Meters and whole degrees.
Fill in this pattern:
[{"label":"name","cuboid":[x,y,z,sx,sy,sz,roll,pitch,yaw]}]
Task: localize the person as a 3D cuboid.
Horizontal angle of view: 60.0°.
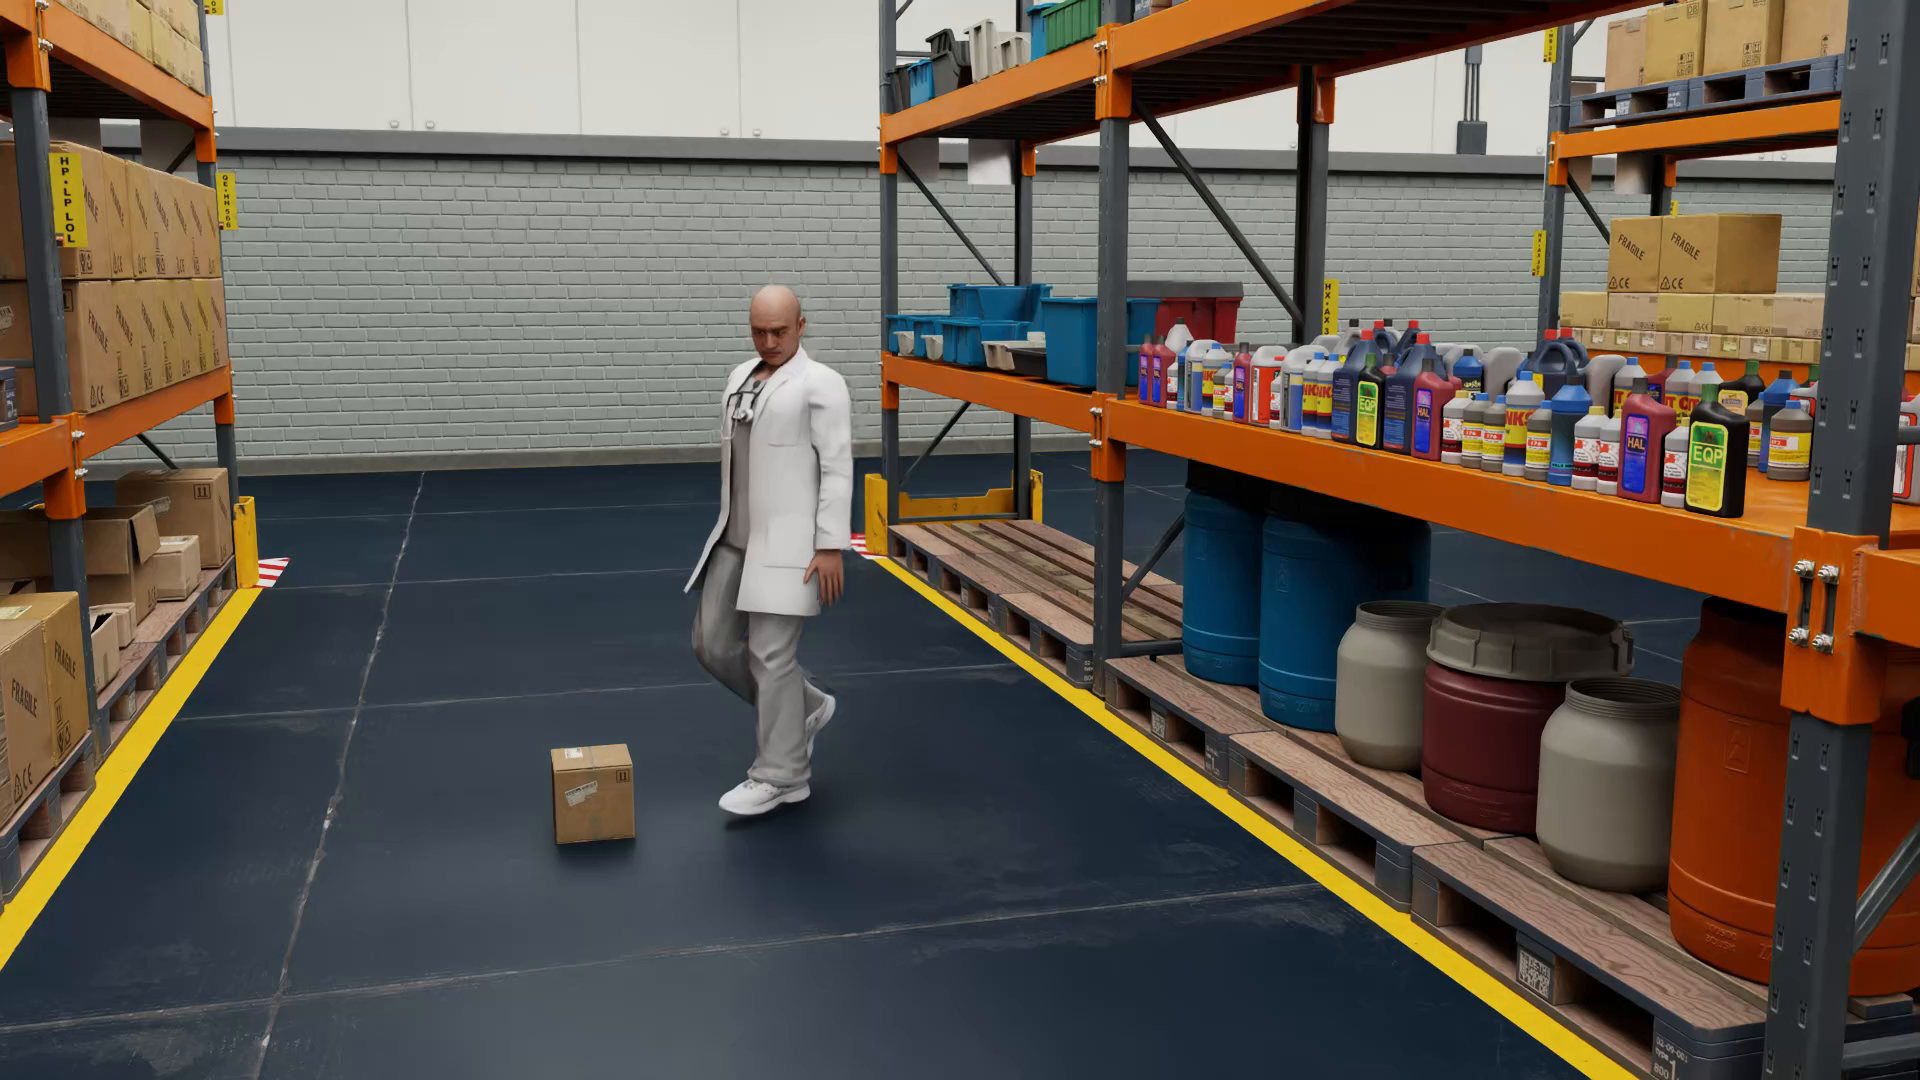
[{"label":"person","cuboid":[-0.633,0.021,5.677,0.604,1.763,0.618,-9,13,-44]}]
